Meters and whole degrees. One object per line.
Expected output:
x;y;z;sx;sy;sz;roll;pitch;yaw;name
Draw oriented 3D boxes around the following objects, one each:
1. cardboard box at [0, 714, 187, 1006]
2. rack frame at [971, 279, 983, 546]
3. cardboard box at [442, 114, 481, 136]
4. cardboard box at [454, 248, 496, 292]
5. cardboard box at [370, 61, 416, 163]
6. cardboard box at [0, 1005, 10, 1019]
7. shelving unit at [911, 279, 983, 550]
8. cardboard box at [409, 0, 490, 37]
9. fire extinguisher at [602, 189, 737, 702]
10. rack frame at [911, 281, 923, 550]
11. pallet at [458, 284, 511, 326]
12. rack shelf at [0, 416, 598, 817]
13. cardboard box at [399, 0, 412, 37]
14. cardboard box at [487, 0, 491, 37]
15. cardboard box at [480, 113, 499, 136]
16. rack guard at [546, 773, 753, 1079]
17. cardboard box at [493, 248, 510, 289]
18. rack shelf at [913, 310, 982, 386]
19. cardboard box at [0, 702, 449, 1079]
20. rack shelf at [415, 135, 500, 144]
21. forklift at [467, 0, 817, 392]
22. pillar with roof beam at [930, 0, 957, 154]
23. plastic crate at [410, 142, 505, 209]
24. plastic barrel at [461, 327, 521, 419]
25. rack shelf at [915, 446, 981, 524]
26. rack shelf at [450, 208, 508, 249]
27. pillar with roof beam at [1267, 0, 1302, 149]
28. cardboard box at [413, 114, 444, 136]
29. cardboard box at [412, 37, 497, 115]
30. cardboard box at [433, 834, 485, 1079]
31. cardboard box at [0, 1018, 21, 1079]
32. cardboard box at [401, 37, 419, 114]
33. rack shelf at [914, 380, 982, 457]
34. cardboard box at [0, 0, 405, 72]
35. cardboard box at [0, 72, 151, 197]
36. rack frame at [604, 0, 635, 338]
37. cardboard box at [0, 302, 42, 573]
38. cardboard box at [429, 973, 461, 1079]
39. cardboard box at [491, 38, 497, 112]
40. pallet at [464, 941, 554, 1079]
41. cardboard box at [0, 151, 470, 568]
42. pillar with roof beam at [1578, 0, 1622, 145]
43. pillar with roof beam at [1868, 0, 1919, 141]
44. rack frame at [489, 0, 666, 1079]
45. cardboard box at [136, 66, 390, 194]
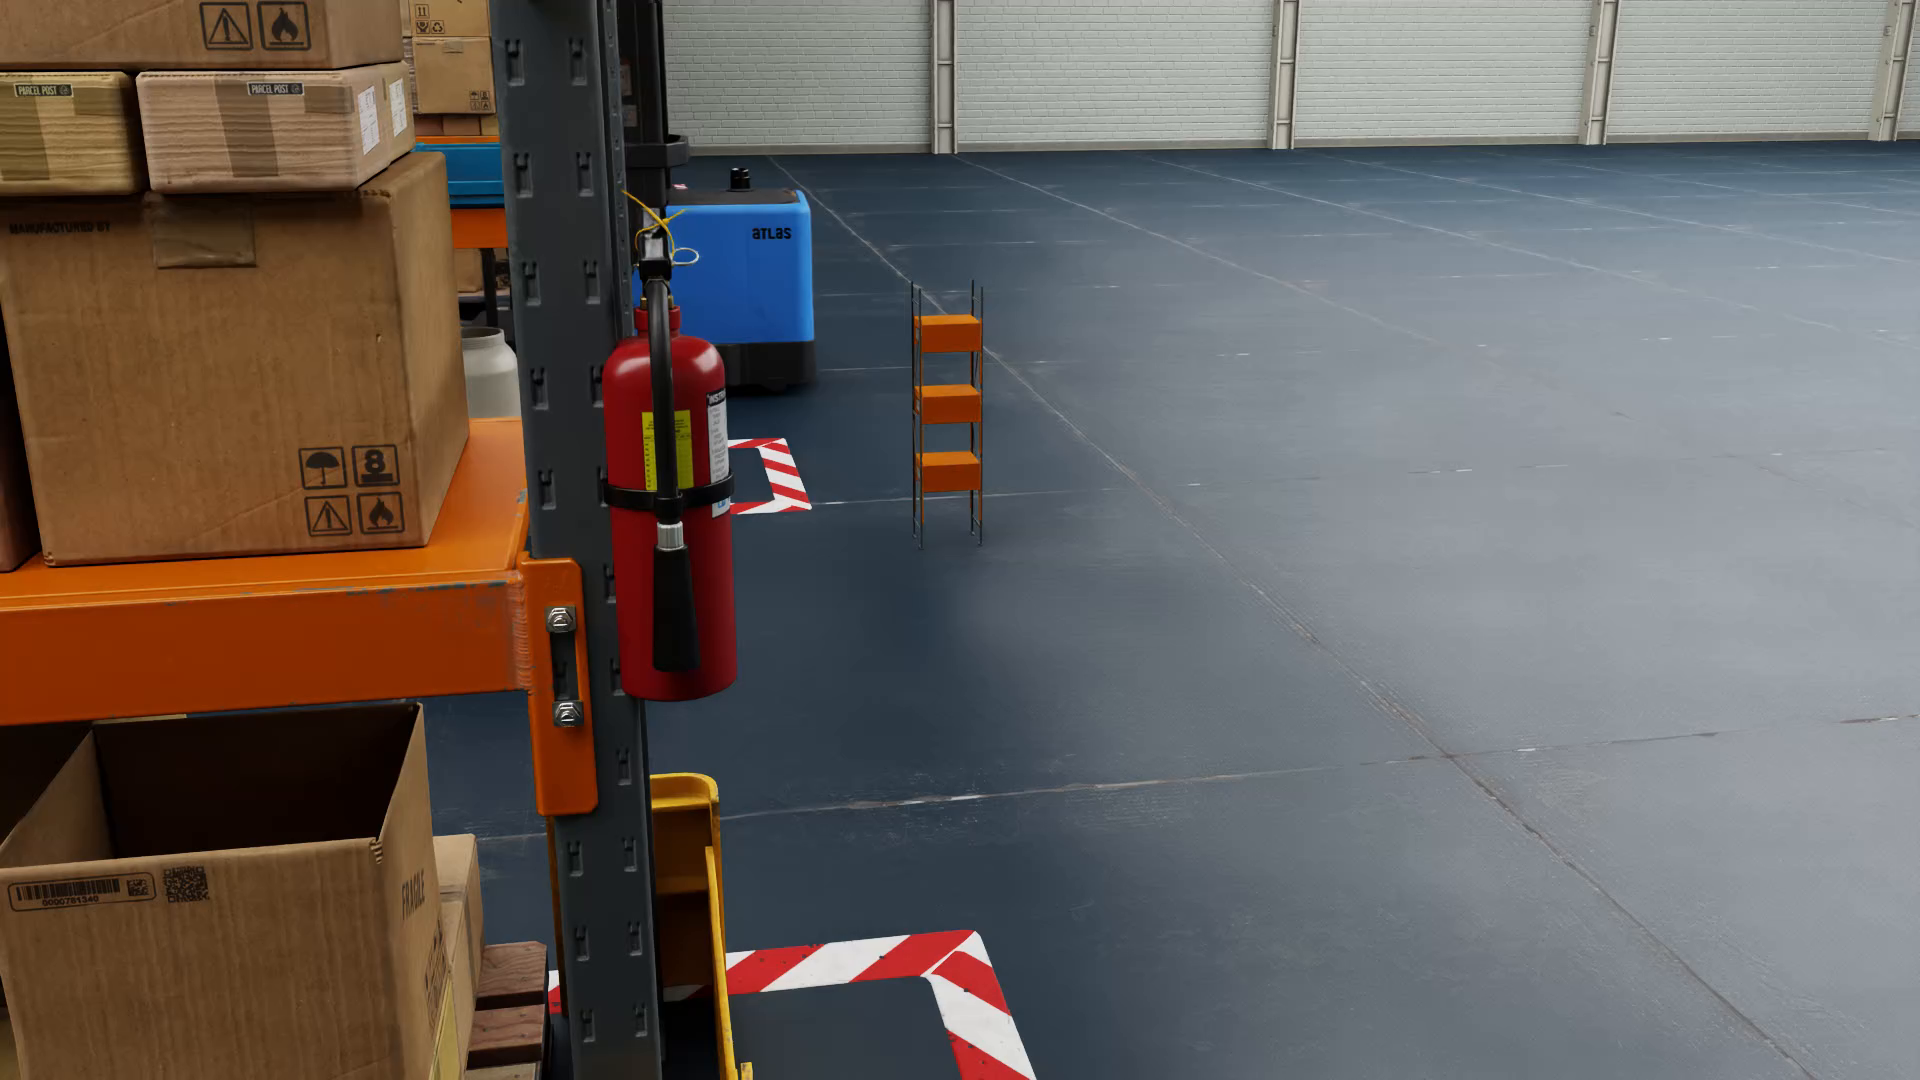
-1.661;0.461;2.893;0.500;0.500;0.500;-3;17;-10;cardboard box
0.067;-0.506;6.670;0.008;1.050;0.200;-3;17;-10;rack frame
-3.448;-2.897;11.562;0.250;0.149;0.380;-3;17;-10;cardboard box
-3.674;-2.077;12.007;0.500;0.500;0.500;1;17;4;cardboard box
-1.028;-0.686;2.663;0.250;0.149;0.380;-3;17;-11;cardboard box
-1.661;0.820;3.001;0.500;0.250;0.500;-3;17;-10;cardboard box
-0.053;-0.499;6.648;0.252;1.050;0.215;-3;17;-10;shelving unit
-3.460;-3.681;11.307;0.500;0.500;0.500;-3;17;-10;cardboard box
-0.398;-0.124;2.239;0.183;0.674;0.296;-3;17;-10;fire extinguisher
-0.172;-0.492;6.626;0.008;1.050;0.200;-3;17;-10;rack frame
-3.356;-1.772;12.222;1.213;0.211;1.003;-3;17;-10;pallet
-2.566;0.167;2.385;4.000;0.370;1.077;-3;17;-10;rack shelf
-3.952;-3.654;11.219;0.500;0.500;0.500;-3;17;-10;cardboard box
-2.971;-3.710;11.403;0.500;0.500;0.500;-3;17;-10;cardboard box
-3.199;-2.906;11.593;0.250;0.149;0.380;-3;17;-10;cardboard box
-0.578;0.905;3.013;0.348;0.500;1.175;-3;17;-10;rack guard
-3.094;-2.120;12.148;0.500;0.500;0.500;0;17;0;cardboard box
-0.053;-0.760;6.568;0.240;0.259;0.215;-3;17;-10;rack shelf
-1.072;0.582;2.497;0.500;0.500;0.500;-3;17;-10;cardboard box
-4.441;-2.689;11.683;4.000;0.370;1.077;-3;17;-10;rack shelf
-2.379;-2.322;9.379;3.031;2.935;1.130;-2;17;-7;forklift
0.550;-9.614;22.786;0.400;9.000;9.100;-3;17;-10;pillar with roof beam
-1.973;-1.531;6.942;0.616;0.251;0.499;-3;17;-10;plastic crate
-2.170;-0.669;7.404;0.421;0.512;0.421;0;17;0;plastic barrel
-0.053;-0.223;6.733;0.240;0.259;0.215;-3;17;-10;rack shelf
-3.502;-1.261;7.034;4.000;0.370;1.077;-3;17;-10;rack shelf
6.441;-9.948;23.874;0.400;9.000;9.100;-3;17;-10;pillar with roof beam
-3.701;-2.895;11.556;0.250;0.149;0.380;-3;17;-10;cardboard box
-3.491;-3.249;11.605;0.500;0.500;0.875;-3;17;-10;cardboard box
-1.171;0.791;3.095;0.500;0.250;0.500;-3;17;-10;cardboard box
-1.561;0.972;2.507;0.500;0.250;0.500;-3;17;-10;cardboard box
-3.990;-3.234;11.554;0.500;0.500;0.875;-3;17;-10;cardboard box
-0.053;-0.489;6.651;0.240;0.259;0.215;-3;17;-10;rack shelf
-1.115;-0.931;2.354;0.500;0.500;0.700;-3;17;-10;cardboard box
-1.198;-0.555;2.235;0.250;0.149;0.380;-3;17;-9;cardboard box
-1.538;-1.716;7.291;0.127;3.000;1.000;-3;17;-10;rack frame
-1.577;-0.283;2.455;0.500;0.500;0.700;-3;17;-9;cardboard box
-1.072;0.940;2.609;0.500;0.250;0.500;-3;17;-10;cardboard box
-3.023;-3.312;11.808;0.500;0.500;0.875;-3;17;-10;cardboard box
-1.345;1.099;2.873;1.213;0.211;1.003;-3;17;-10;pallet
-1.063;-0.314;2.554;0.500;0.500;0.700;-3;17;-10;cardboard box
12.332;-10.282;24.962;0.400;9.000;9.100;-3;17;-10;pillar with roof beam
18.224;-10.616;26.050;0.400;9.000;9.100;-3;17;-10;pillar with roof beam
-0.602;-0.288;2.642;0.127;3.000;1.000;-3;17;-10;rack frame
-0.941;-0.570;2.284;0.250;0.149;0.380;-4;17;-11;cardboard box
